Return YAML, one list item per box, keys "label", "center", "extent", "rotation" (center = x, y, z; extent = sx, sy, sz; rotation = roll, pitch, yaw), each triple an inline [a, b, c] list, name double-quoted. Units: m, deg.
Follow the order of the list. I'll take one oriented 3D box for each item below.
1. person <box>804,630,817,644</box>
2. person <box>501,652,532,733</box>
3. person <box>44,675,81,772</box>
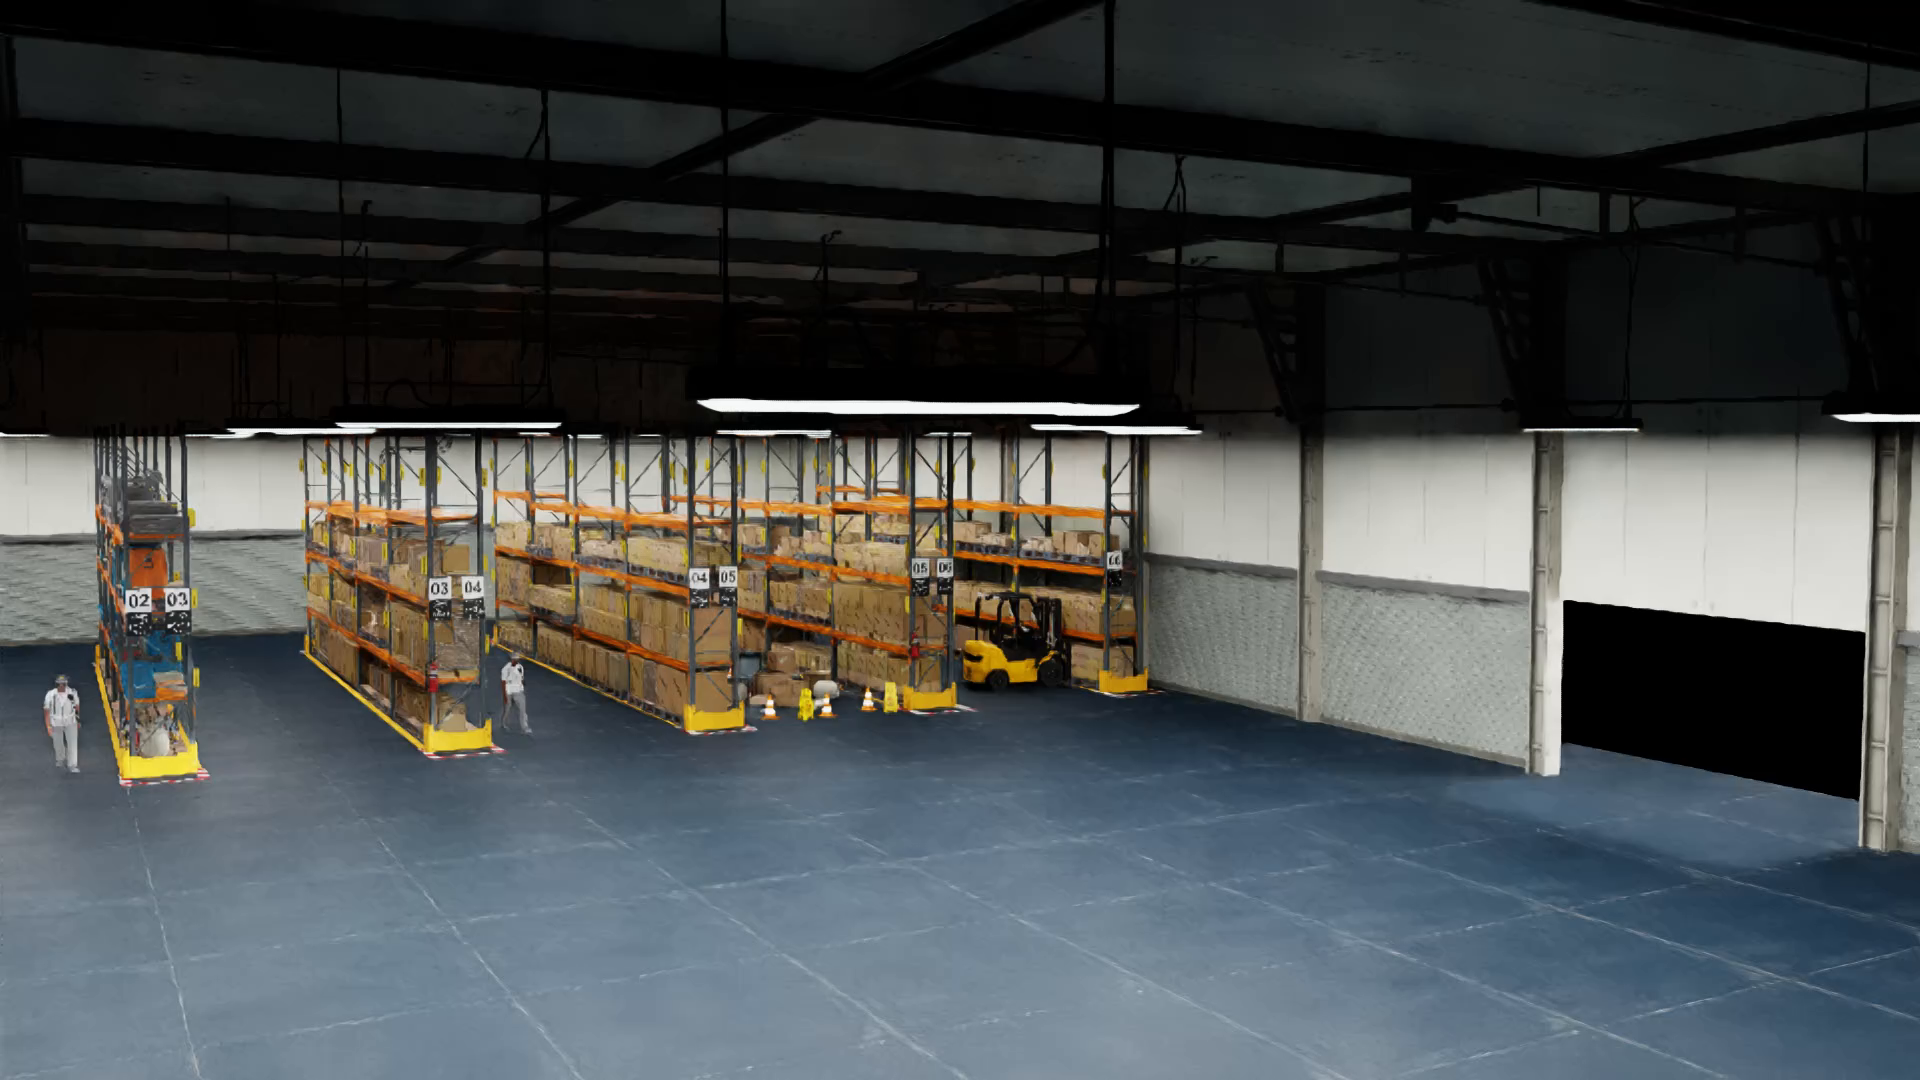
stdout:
- label: "person"
  center: [-4.198, 2.104, 45.913]
  extent: [0.549, 1.653, 0.573]
  rotation: [0, 3, 1]
- label: "person"
  center: [-8.704, 2.946, 32.403]
  extent: [0.455, 1.588, 1.089]
  rotation: [-2, 4, -31]
- label: "person"
  center: [-15.447, 3.134, 28.613]
  extent: [0.542, 1.675, 1.126]
  rotation: [-2, 4, -26]
